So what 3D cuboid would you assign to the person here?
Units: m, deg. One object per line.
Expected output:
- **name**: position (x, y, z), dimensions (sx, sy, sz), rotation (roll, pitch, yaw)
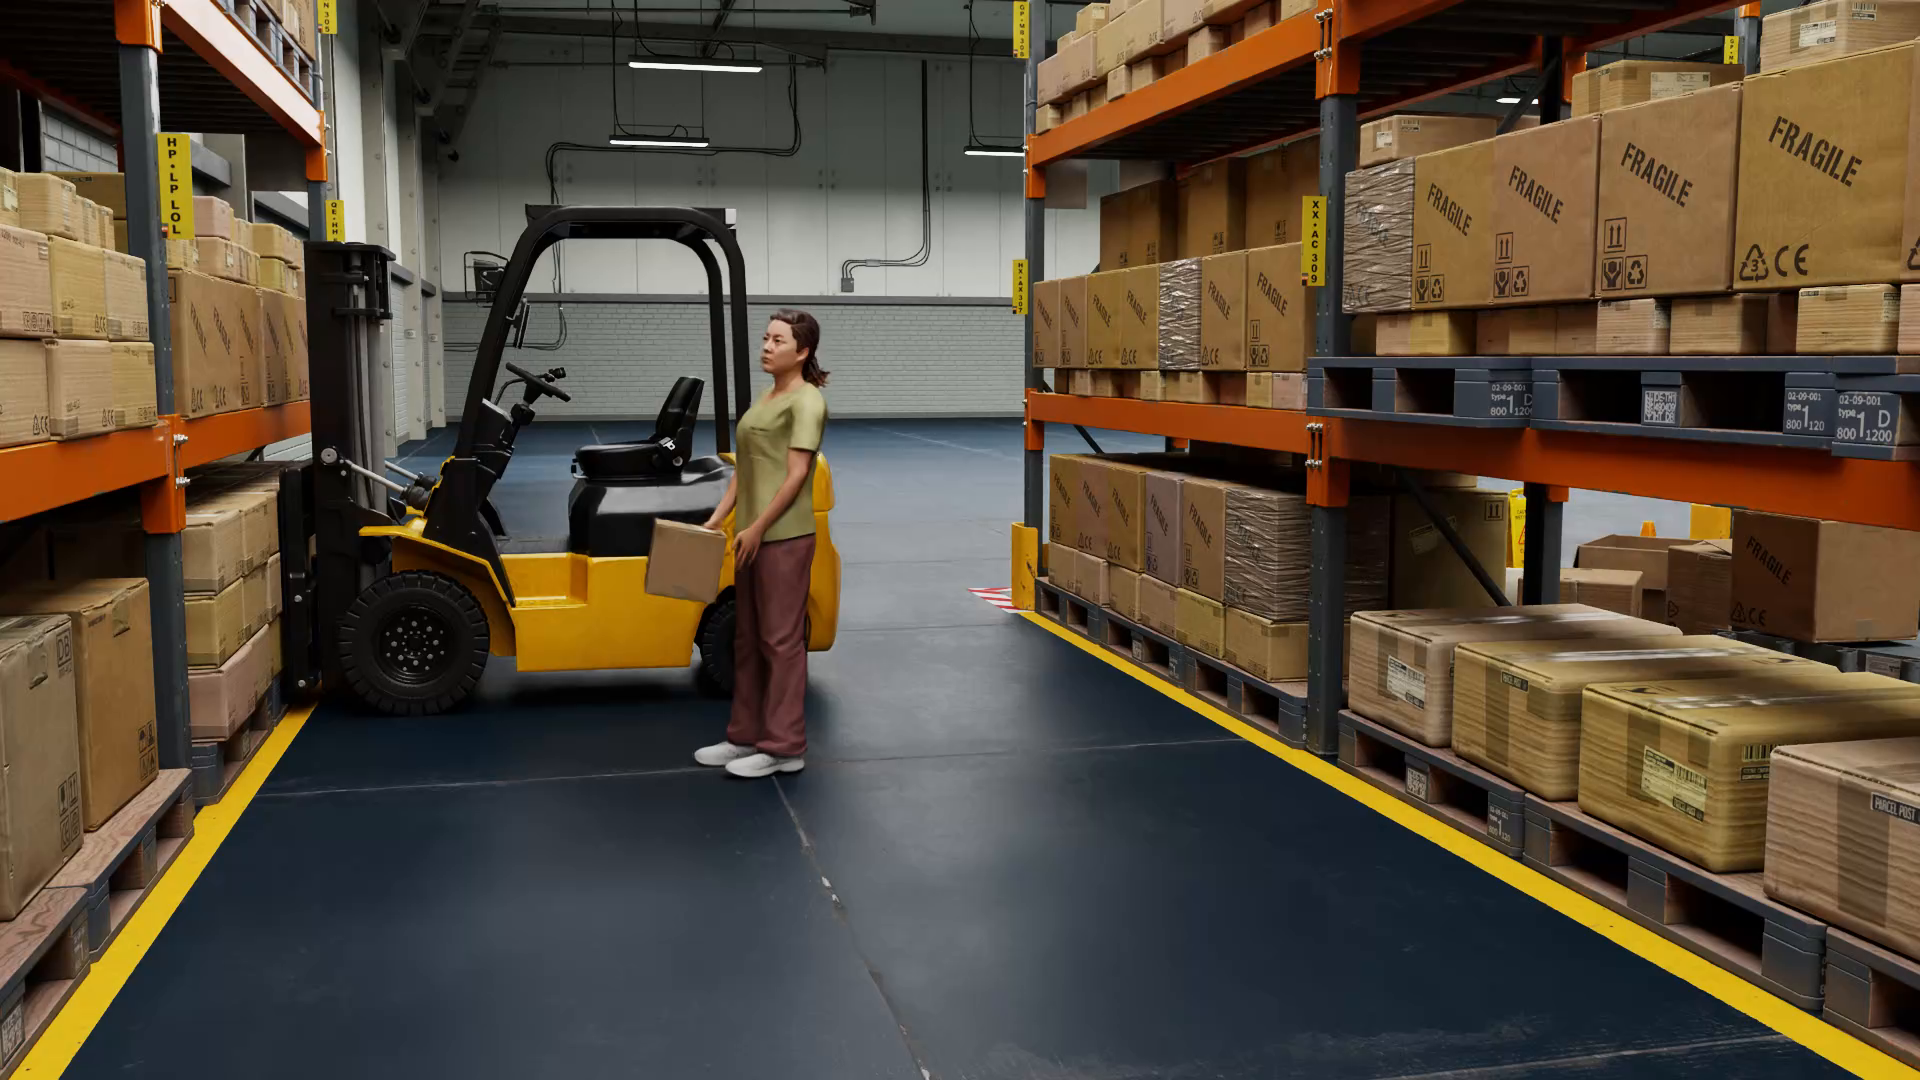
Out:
- **person**: position (-0.689, 0.009, 5.989), dimensions (0.455, 1.680, 0.507), rotation (-4, 7, -29)
